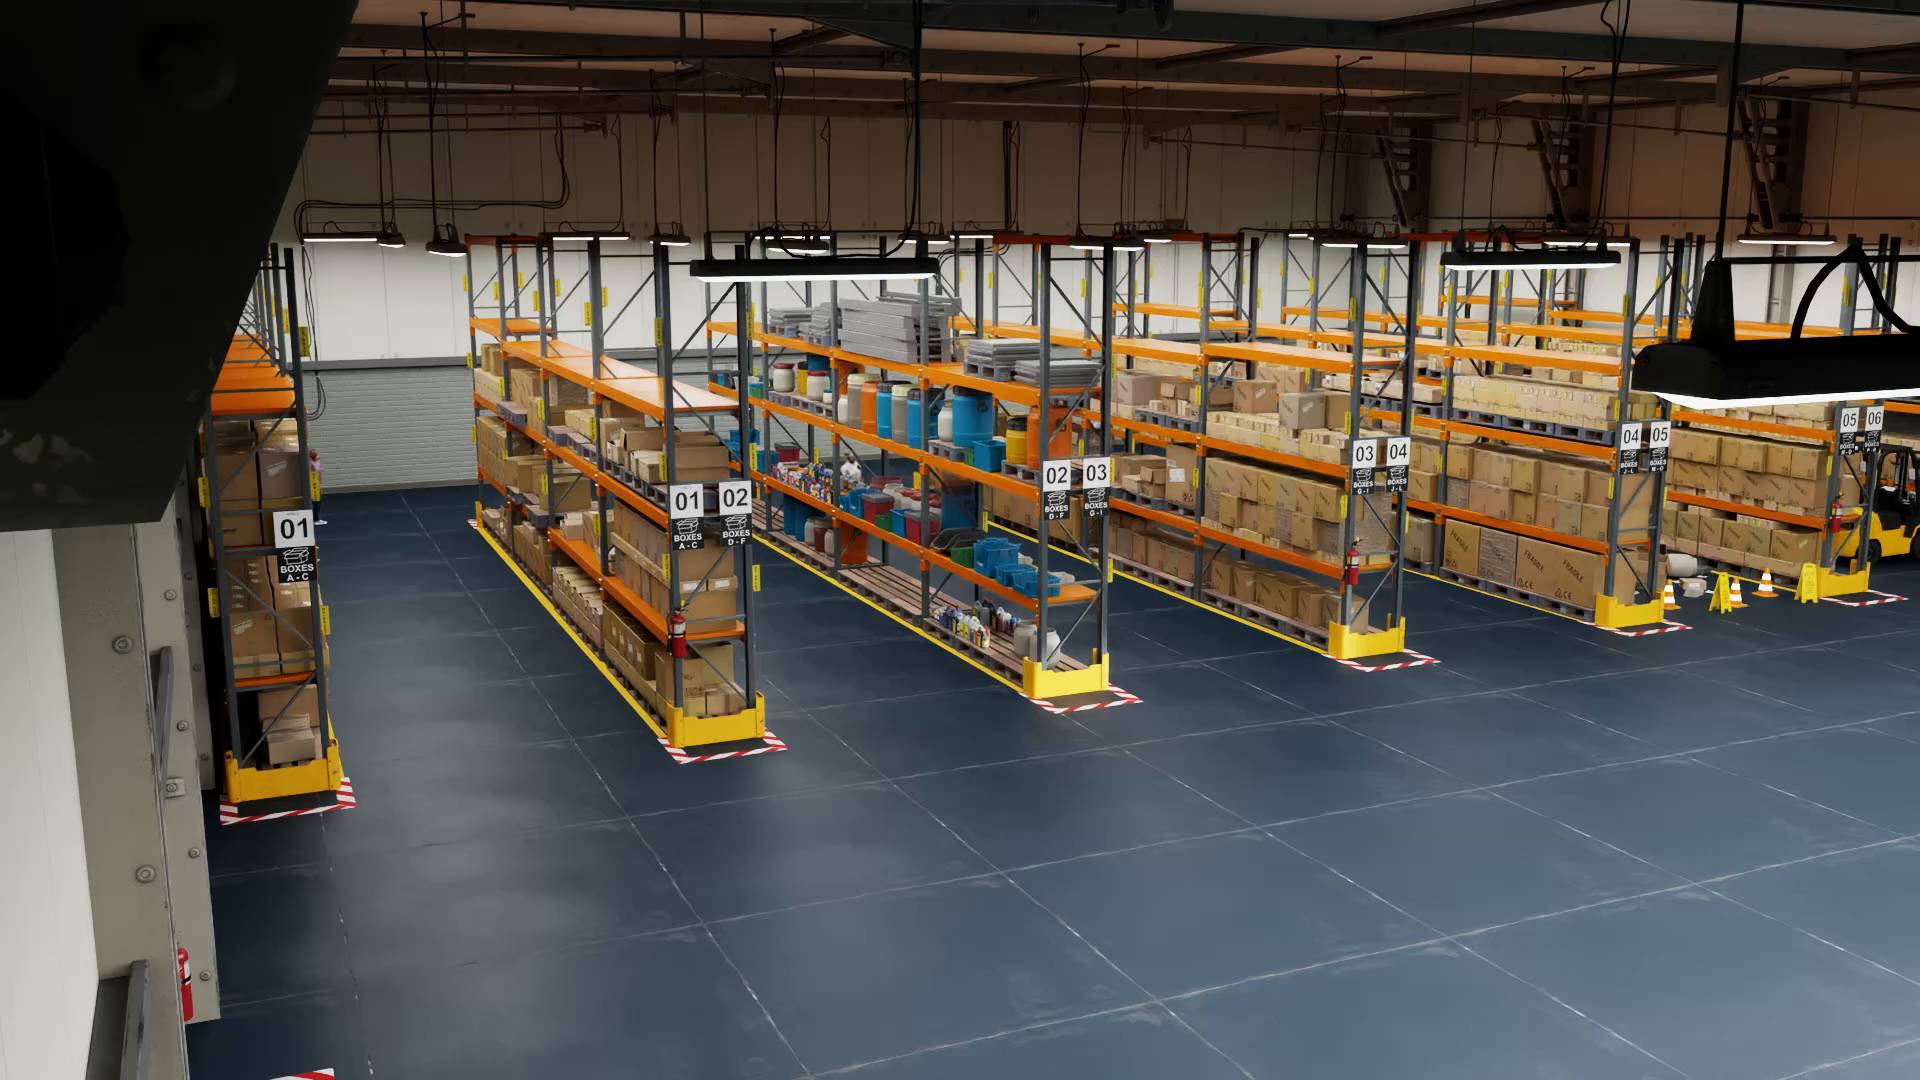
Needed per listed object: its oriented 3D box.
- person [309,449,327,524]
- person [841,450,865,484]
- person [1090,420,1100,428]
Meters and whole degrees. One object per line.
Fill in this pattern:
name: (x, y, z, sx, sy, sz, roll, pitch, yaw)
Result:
person: (-13.529, -1.115, 34.654, 0.605, 1.577, 0.422, -1, 11, -7)
person: (-2.155, -1.048, 34.156, 0.985, 1.625, 0.490, 9, 14, 39)
person: (3.405, -2.463, 41.452, 0.552, 1.633, 0.469, -7, 13, -33)
